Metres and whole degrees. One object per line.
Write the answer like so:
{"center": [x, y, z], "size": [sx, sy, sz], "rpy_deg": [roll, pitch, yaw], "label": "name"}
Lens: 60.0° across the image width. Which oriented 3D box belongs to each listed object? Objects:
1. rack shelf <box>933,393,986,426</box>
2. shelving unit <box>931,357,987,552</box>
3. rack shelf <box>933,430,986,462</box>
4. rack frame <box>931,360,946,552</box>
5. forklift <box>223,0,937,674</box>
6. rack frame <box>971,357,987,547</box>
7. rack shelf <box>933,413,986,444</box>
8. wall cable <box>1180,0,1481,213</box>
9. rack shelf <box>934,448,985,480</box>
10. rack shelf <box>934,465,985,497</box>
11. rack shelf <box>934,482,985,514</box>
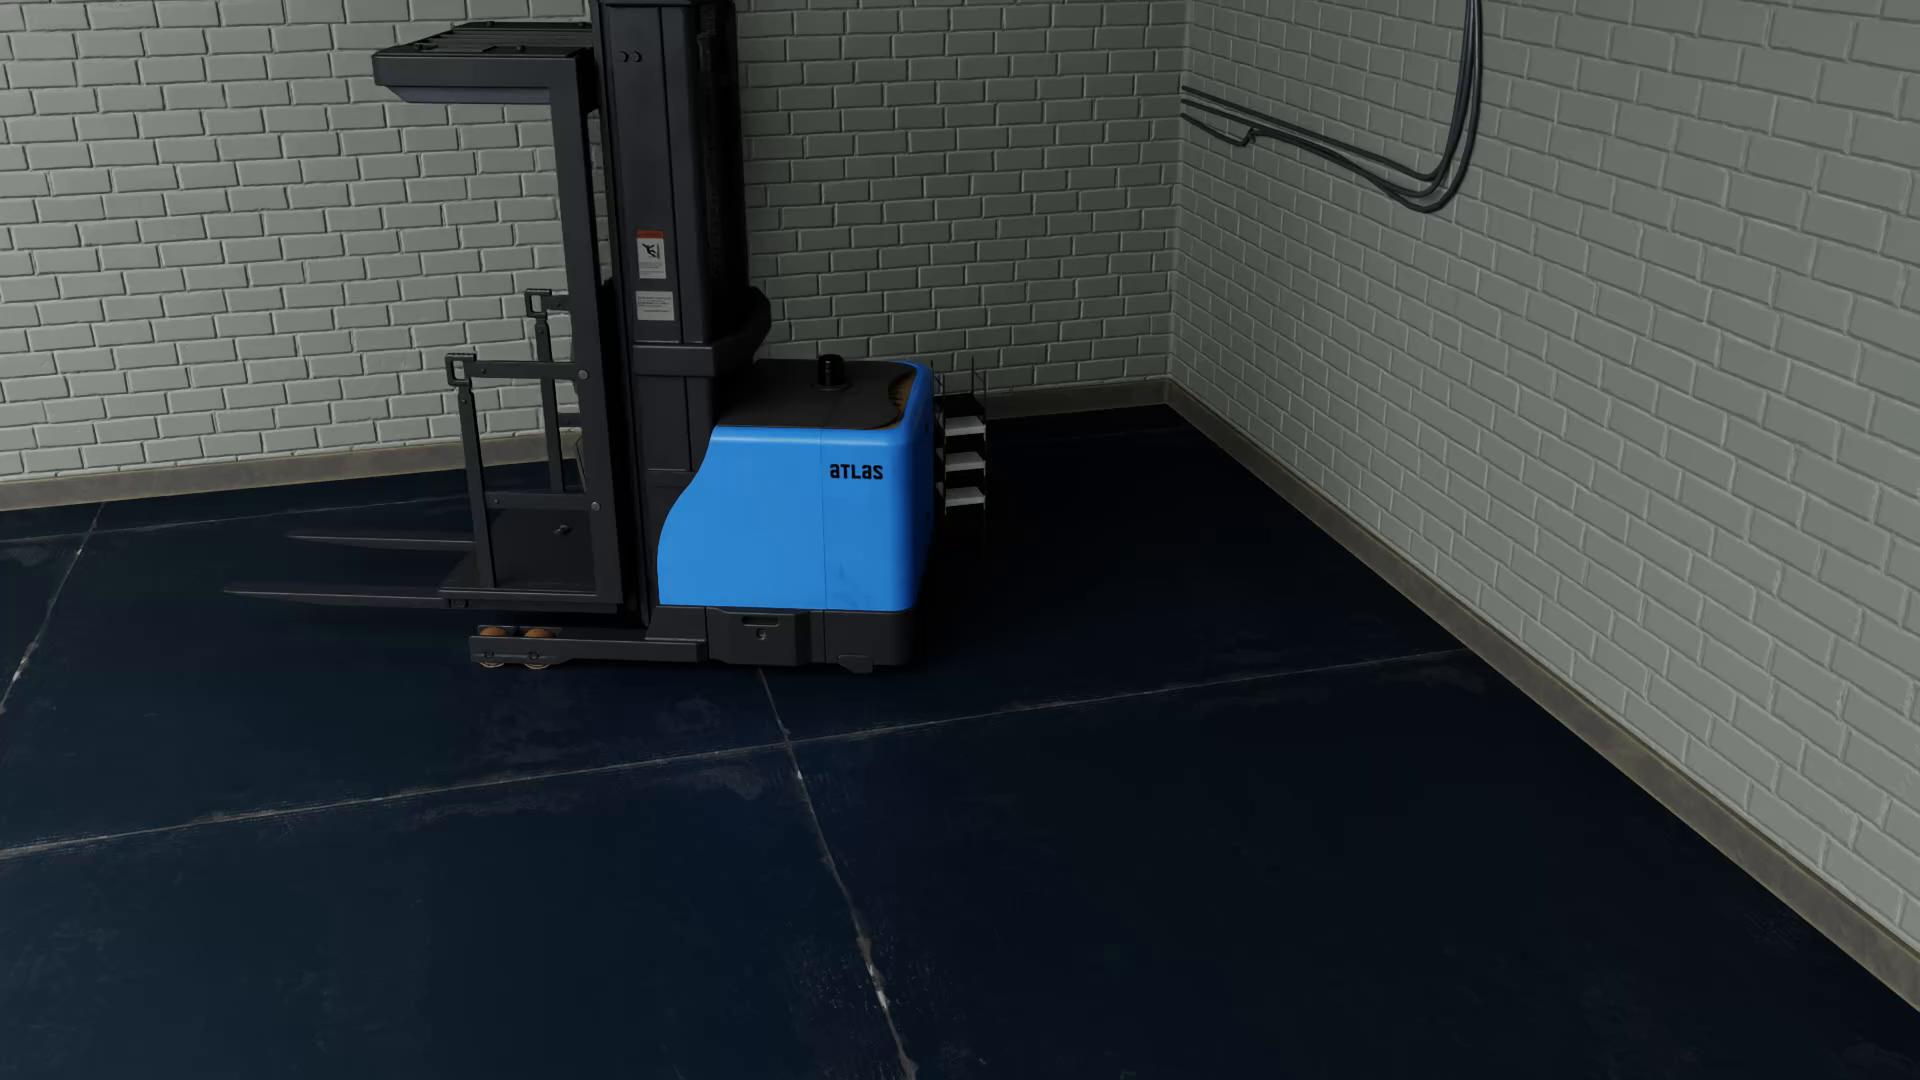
{"center": [-0.008, -0.630, 7.977], "size": [0.200, 0.077, 0.258], "rpy_deg": [-6, 24, -14], "label": "rack shelf"}
{"center": [-0.008, -0.413, 8.071], "size": [0.210, 0.900, 0.258], "rpy_deg": [-6, 24, -14], "label": "shelving unit"}
{"center": [-0.008, -0.465, 8.048], "size": [0.200, 0.077, 0.258], "rpy_deg": [-6, 24, -14], "label": "rack shelf"}
{"center": [-0.106, -0.402, 8.045], "size": [0.006, 0.900, 0.240], "rpy_deg": [-6, 24, -14], "label": "rack frame"}
{"center": [-1.649, -1.009, 6.886], "size": [3.031, 2.935, 1.130], "rpy_deg": [2, 23, 4], "label": "forklift"}
{"center": [0.090, -0.424, 8.096], "size": [0.006, 0.900, 0.240], "rpy_deg": [-6, 24, -14], "label": "rack frame"}
{"center": [-0.008, -0.547, 8.013], "size": [0.200, 0.077, 0.258], "rpy_deg": [-6, 24, -14], "label": "rack shelf"}
{"center": [1.631, -2.996, 7.758], "size": [0.112, 2.526, 3.097], "rpy_deg": [-6, 24, -14], "label": "wall cable"}
{"center": [-0.008, -0.382, 8.084], "size": [0.200, 0.077, 0.258], "rpy_deg": [-6, 24, -14], "label": "rack shelf"}
{"center": [-0.008, -0.299, 8.119], "size": [0.200, 0.077, 0.258], "rpy_deg": [-6, 24, -14], "label": "rack shelf"}
{"center": [-0.008, -0.217, 8.155], "size": [0.200, 0.077, 0.258], "rpy_deg": [-6, 24, -14], "label": "rack shelf"}
